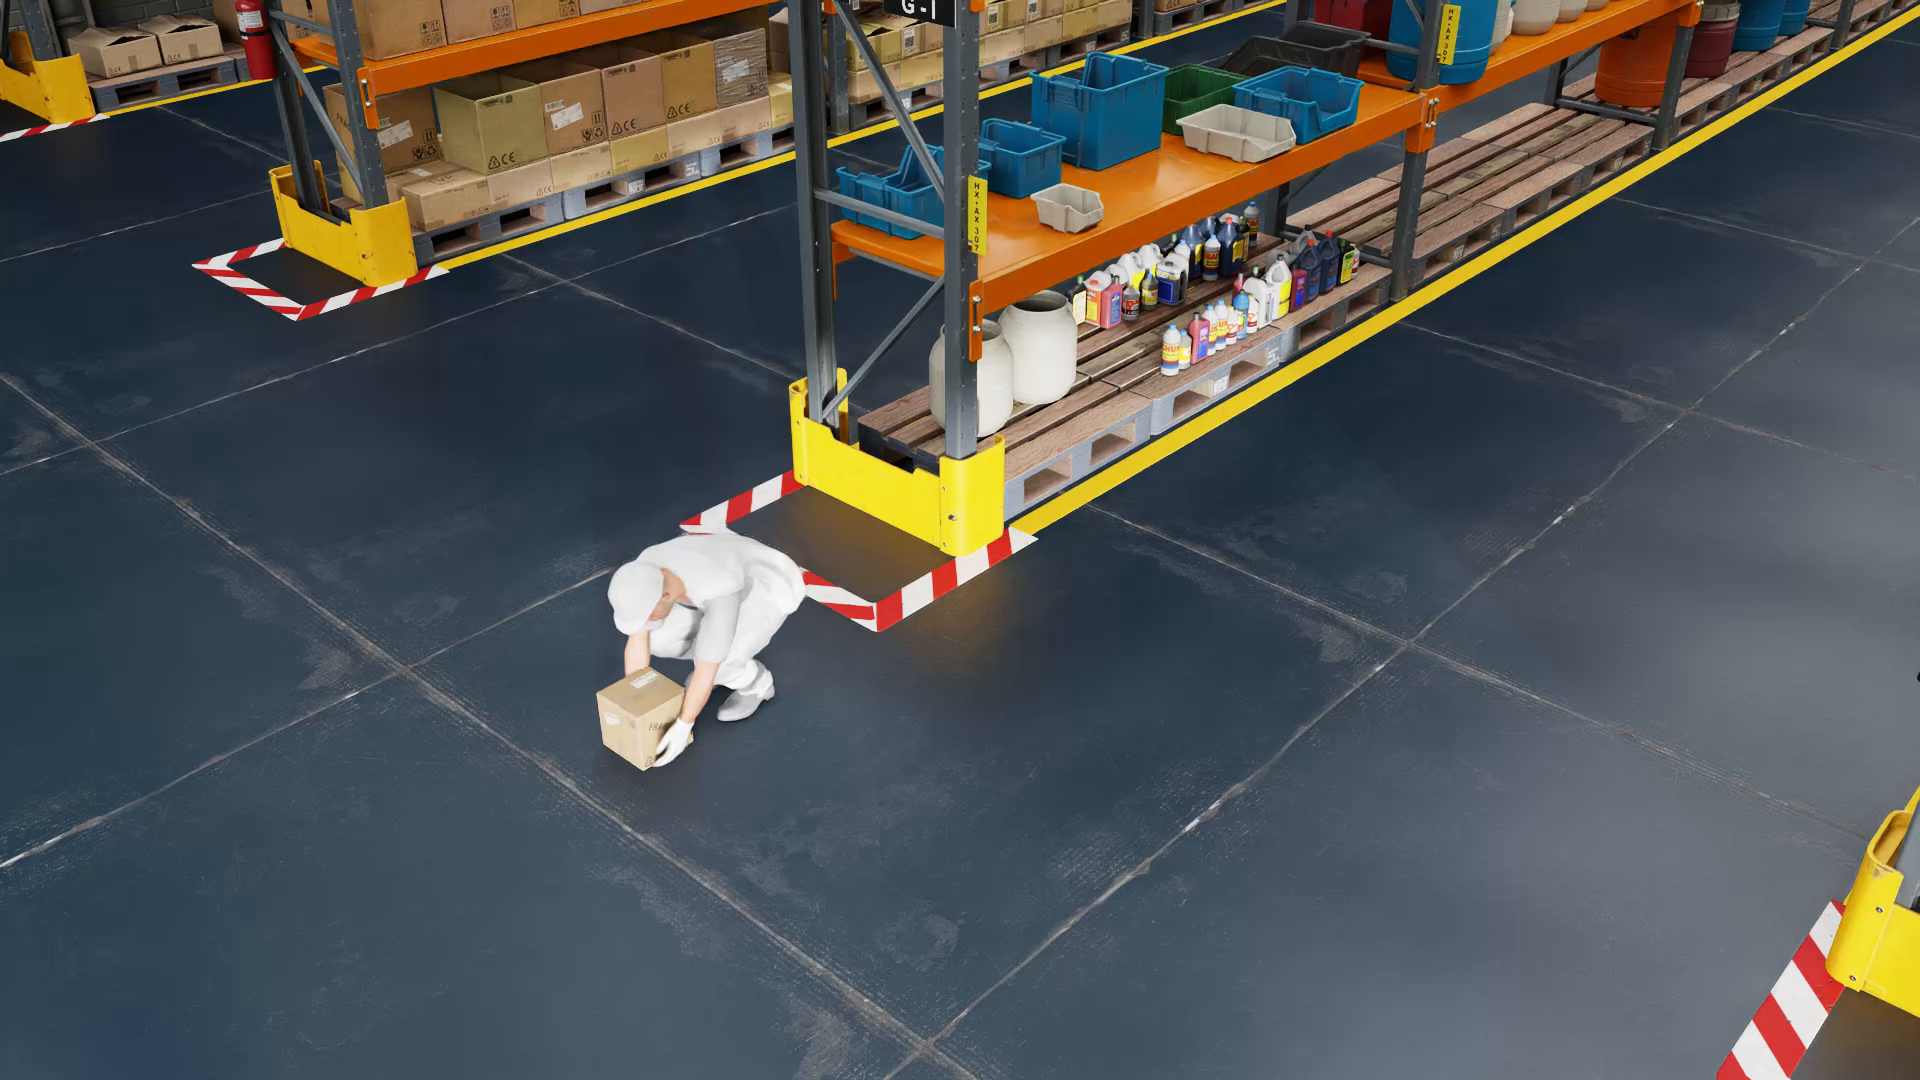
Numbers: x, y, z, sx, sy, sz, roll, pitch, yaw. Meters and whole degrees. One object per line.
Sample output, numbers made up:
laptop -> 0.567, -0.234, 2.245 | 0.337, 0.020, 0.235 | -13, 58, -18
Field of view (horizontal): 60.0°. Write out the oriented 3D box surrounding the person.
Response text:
person -> -0.994, 0.319, 6.507 | 0.562, 0.878, 0.891 | 25, 39, 35
